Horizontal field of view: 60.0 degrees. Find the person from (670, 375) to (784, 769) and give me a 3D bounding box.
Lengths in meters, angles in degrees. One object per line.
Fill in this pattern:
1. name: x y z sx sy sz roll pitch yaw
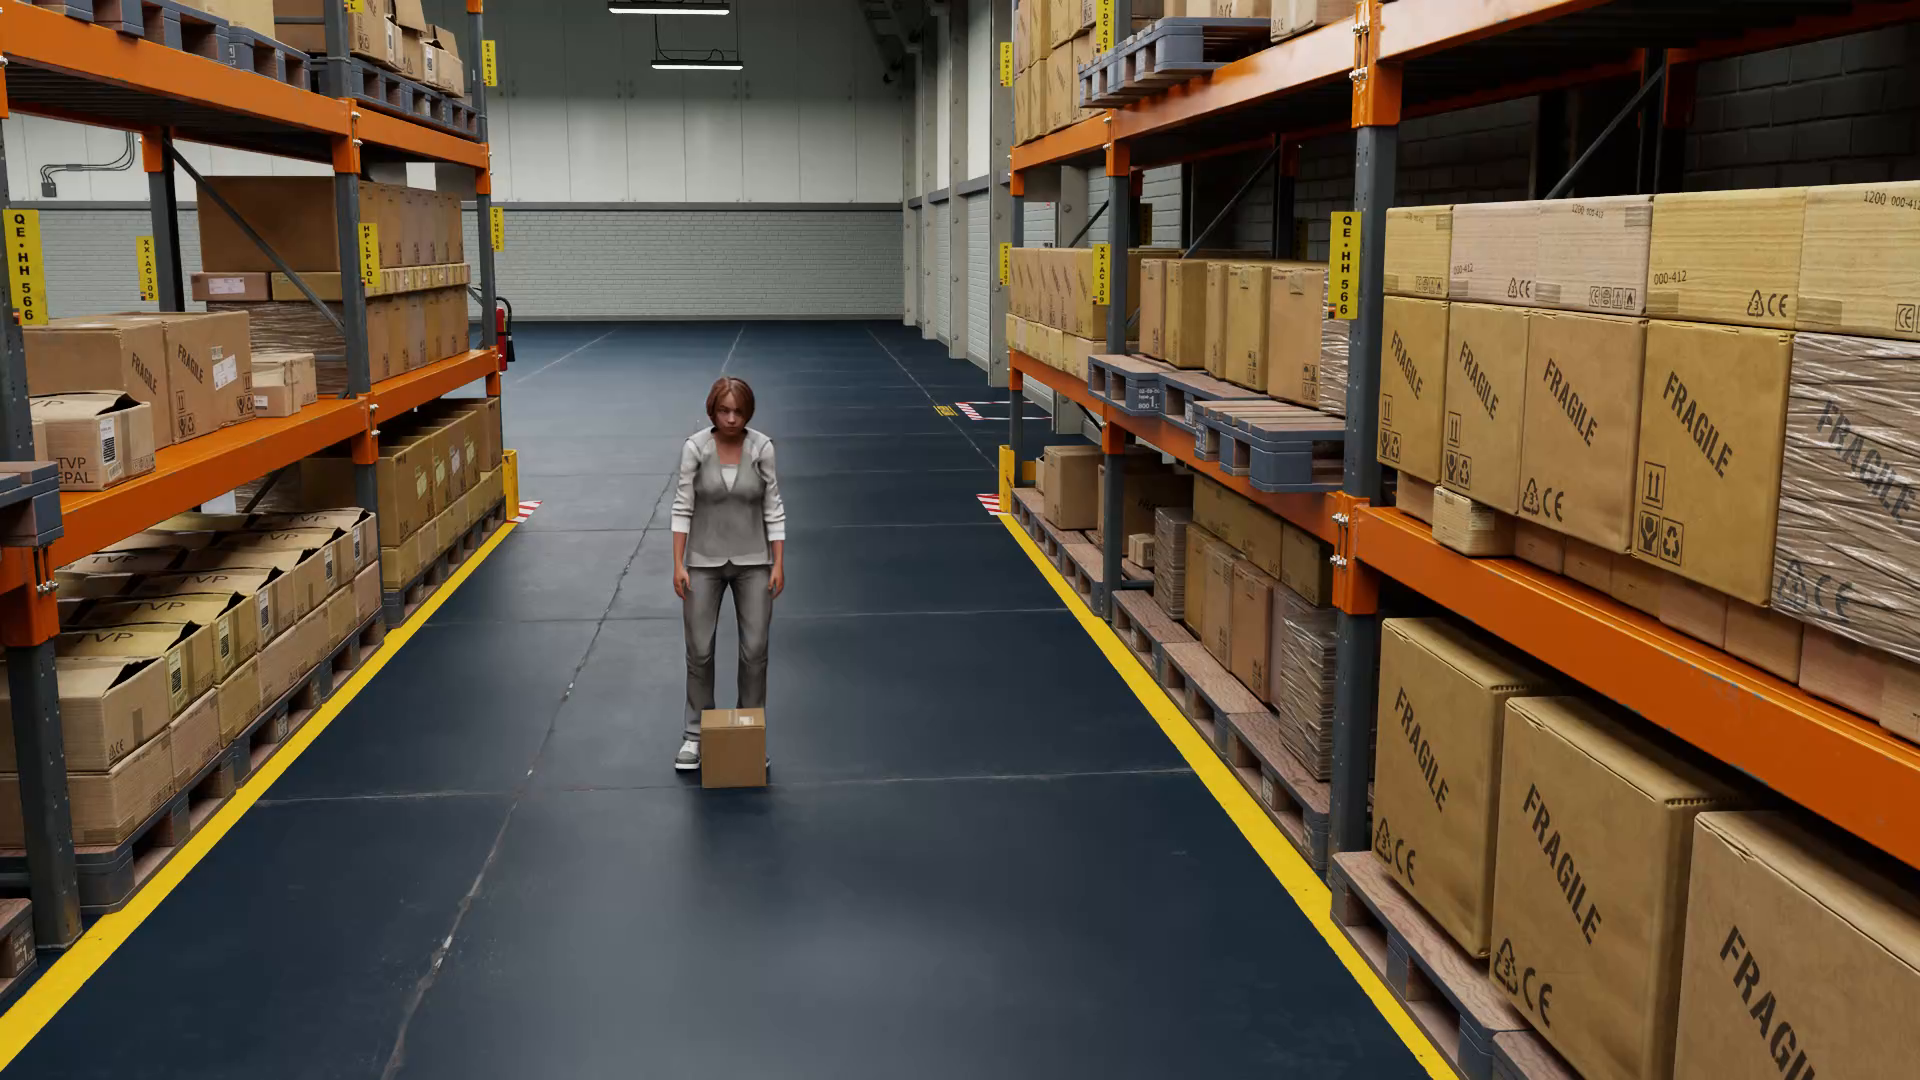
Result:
1. person: -0.938 0.128 6.726 0.463 1.593 0.364 -1 10 -6
